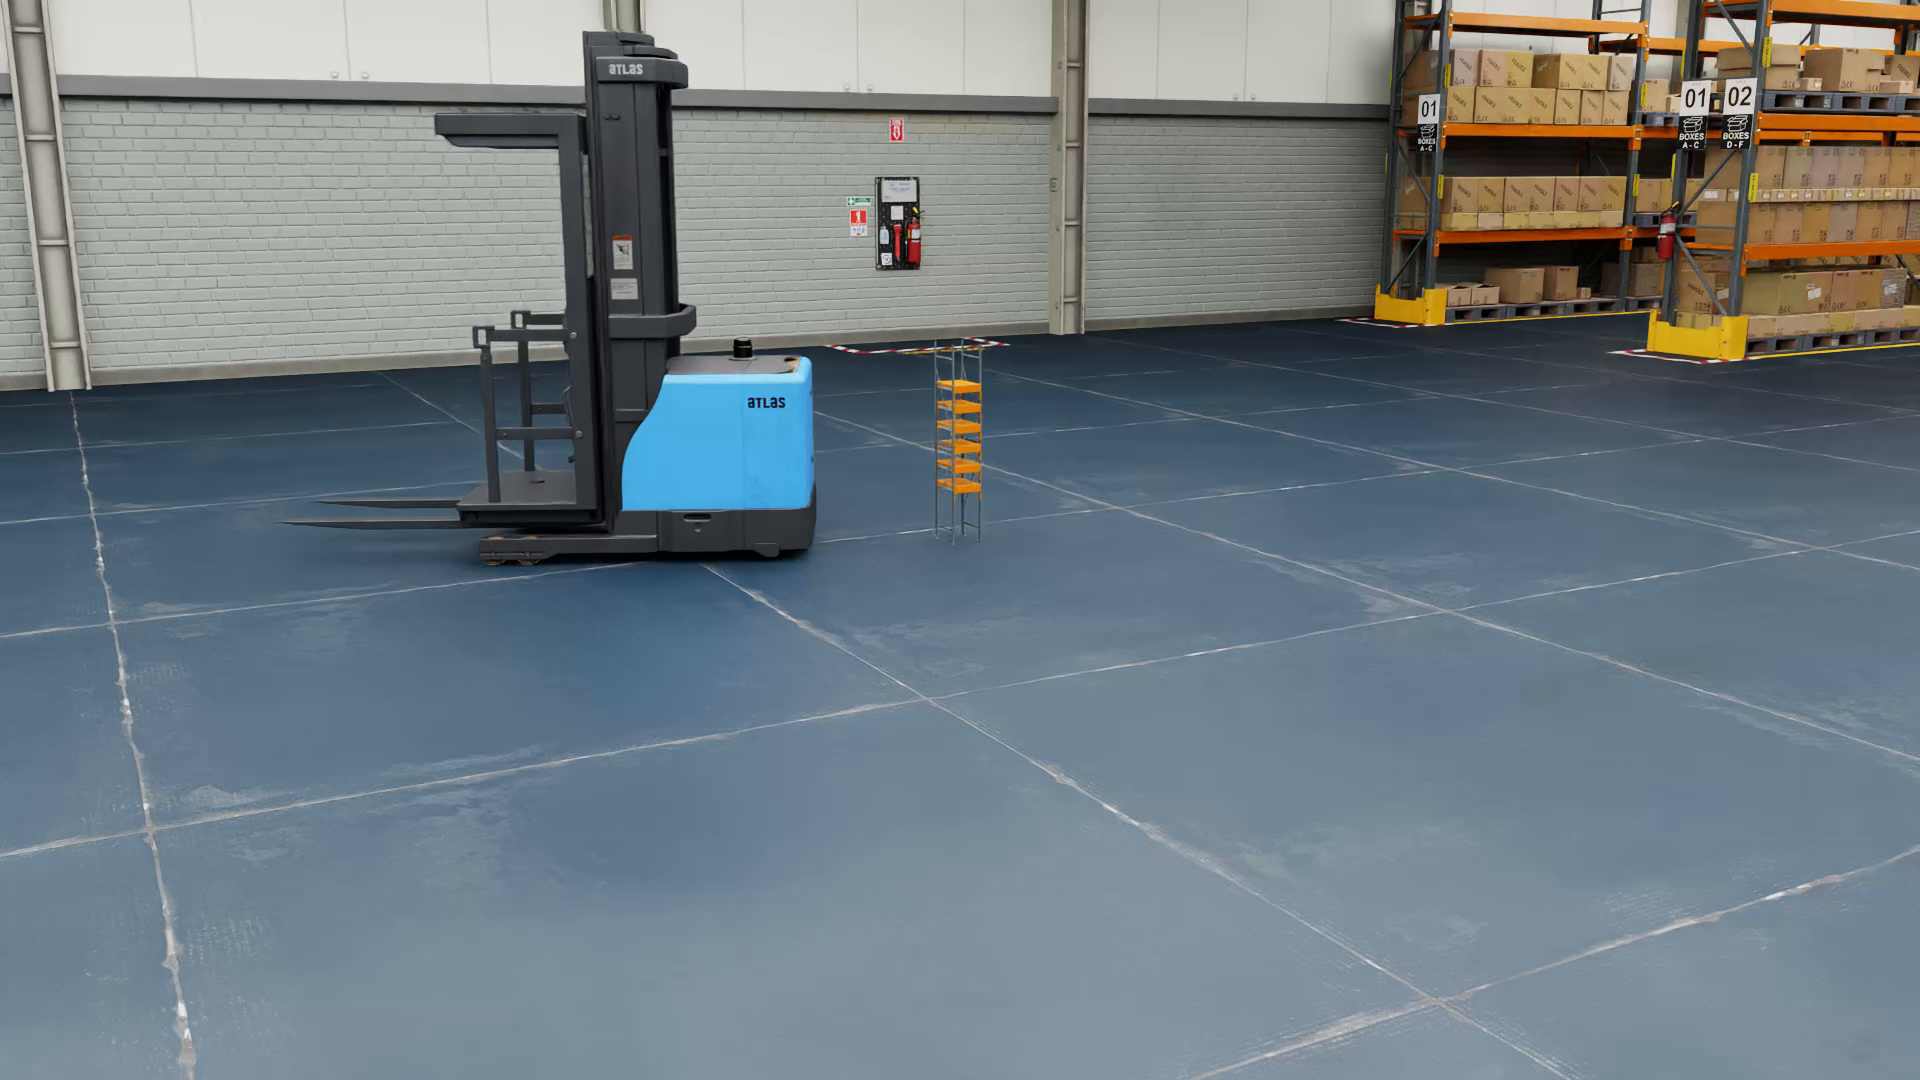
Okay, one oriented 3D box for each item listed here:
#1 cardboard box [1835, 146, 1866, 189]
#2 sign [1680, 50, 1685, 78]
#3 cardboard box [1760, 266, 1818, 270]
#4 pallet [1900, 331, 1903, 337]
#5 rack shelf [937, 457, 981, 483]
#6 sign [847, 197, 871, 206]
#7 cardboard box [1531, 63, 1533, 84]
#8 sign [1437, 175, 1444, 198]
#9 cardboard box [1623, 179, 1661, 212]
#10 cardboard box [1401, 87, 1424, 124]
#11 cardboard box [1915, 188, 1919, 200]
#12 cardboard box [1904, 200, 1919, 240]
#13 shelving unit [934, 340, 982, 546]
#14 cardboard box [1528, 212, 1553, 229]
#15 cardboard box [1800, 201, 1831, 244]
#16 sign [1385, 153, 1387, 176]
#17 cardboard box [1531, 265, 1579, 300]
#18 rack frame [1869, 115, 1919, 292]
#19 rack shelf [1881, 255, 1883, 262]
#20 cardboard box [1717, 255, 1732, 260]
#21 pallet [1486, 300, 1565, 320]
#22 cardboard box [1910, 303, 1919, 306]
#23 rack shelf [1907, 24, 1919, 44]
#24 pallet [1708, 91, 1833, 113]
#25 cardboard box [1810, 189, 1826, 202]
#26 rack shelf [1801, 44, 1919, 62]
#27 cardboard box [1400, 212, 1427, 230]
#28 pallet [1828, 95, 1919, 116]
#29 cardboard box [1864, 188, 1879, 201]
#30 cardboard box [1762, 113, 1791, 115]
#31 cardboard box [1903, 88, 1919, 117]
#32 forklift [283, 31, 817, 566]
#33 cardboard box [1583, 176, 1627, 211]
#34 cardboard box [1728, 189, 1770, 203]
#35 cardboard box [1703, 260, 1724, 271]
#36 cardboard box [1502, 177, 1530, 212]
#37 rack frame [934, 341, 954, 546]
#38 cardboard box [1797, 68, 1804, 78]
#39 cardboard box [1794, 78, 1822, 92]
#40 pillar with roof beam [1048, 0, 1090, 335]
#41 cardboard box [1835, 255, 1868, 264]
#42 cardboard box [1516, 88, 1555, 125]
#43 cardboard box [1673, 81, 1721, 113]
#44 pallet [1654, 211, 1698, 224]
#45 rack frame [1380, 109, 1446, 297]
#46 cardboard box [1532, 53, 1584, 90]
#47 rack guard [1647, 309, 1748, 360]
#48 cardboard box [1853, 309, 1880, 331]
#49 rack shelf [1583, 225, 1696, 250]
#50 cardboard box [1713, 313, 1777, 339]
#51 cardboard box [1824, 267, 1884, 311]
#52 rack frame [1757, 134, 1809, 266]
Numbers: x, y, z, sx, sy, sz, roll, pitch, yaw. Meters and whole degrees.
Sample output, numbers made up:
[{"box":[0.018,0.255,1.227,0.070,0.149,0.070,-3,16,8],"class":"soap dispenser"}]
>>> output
[{"box":[10.690,-4.605,20.558,0.500,0.500,0.700,-7,14,-28],"class":"cardboard box"},{"box":[8.639,-5.672,19.811,0.005,0.325,0.100,-7,14,-28],"class":"sign"},{"box":[10.526,-3.212,21.150,0.500,0.500,0.500,-7,14,-28],"class":"cardboard box"},{"box":[13.026,-2.854,22.312,1.213,0.211,1.003,-7,14,-28],"class":"pallet"},{"box":[-0.013,-0.423,10.007,0.180,0.103,0.258,-7,14,-28],"class":"rack shelf"},{"box":[-1.270,-4.256,20.901,0.331,0.109,0.001,-7,14,-28],"class":"sign"},{"box":[8.126,-6.927,24.676,0.500,0.500,0.500,-7,14,-28],"class":"cardboard box"},{"box":[6.771,-4.981,23.439,0.005,0.325,0.100,-7,14,-28],"class":"sign"},{"box":[10.484,-5.394,26.017,0.500,0.500,0.700,-7,14,-28],"class":"cardboard box"},{"box":[6.755,-6.278,24.068,0.500,0.500,0.500,-6,14,-24],"class":"cardboard box"},{"box":[12.044,-4.400,21.121,0.250,0.149,0.380,-7,15,-29],"class":"cardboard box"},{"box":[12.012,-4.131,21.404,0.500,0.500,0.700,-7,15,-29],"class":"cardboard box"},{"box":[-0.013,-0.584,9.971,0.189,1.200,0.258,-7,14,-28],"class":"shelving unit"},{"box":[8.435,-4.753,24.691,0.500,0.250,0.500,-7,14,-27],"class":"cardboard box"},{"box":[10.200,-3.912,20.431,0.500,0.500,0.700,-7,14,-27],"class":"cardboard box"},{"box":[6.262,-5.491,24.321,0.005,0.325,0.100,-7,14,-28],"class":"sign"},{"box":[9.130,-3.962,25.575,0.500,0.500,0.500,-8,15,-32],"class":"cardboard box"},{"box":[12.398,-4.130,21.628,0.127,3.000,1.000,-7,14,-28],"class":"rack frame"},{"box":[14.154,-3.989,22.642,4.000,0.370,1.077,-7,14,-28],"class":"rack shelf"},{"box":[12.395,-4.732,27.288,0.500,0.250,0.500,-7,14,-27],"class":"cardboard box"},{"box":[8.377,-3.517,25.256,1.213,0.211,1.003,-7,14,-28],"class":"pallet"},{"box":[12.871,-2.988,21.860,0.500,0.250,0.500,-7,15,-29],"class":"cardboard box"},{"box":[14.154,-6.721,22.027,4.000,0.370,1.077,-7,14,-28],"class":"rack shelf"},{"box":[9.520,-5.199,19.747,1.213,0.211,1.003,-7,14,-28],"class":"pallet"},{"box":[10.240,-4.183,20.159,0.250,0.149,0.380,-7,15,-30],"class":"cardboard box"},{"box":[15.288,-8.096,28.137,4.000,0.370,1.077,-7,14,-28],"class":"rack shelf"},{"box":[6.828,-4.686,24.397,0.500,0.250,0.500,-7,14,-27],"class":"cardboard box"},{"box":[11.662,-5.455,20.887,1.213,0.211,1.003,-7,14,-28],"class":"pallet"},{"box":[11.147,-4.292,20.643,0.250,0.149,0.380,-6,14,-26],"class":"cardboard box"},{"box":[13.030,-6.807,26.848,0.500,0.311,0.500,-7,14,-28],"class":"cardboard box"},{"box":[16.218,-7.581,28.902,0.500,0.500,0.700,-8,15,-31],"class":"cardboard box"},{"box":[-2.394,-1.403,9.670,3.031,2.935,1.130,-1,13,-3],"class":"forklift"},{"box":[9.755,-5.277,25.314,0.500,0.500,0.500,-7,14,-28],"class":"cardboard box"},{"box":[9.335,-4.074,19.675,0.250,0.149,0.380,-7,14,-28],"class":"cardboard box"},{"box":[11.995,-4.325,27.185,0.500,0.500,0.700,-7,14,-28],"class":"cardboard box"},{"box":[7.969,-5.061,24.355,0.500,0.500,0.500,-7,15,-30],"class":"cardboard box"},{"box":[-0.093,-0.574,9.928,0.006,1.200,0.240,-7,14,-28],"class":"rack frame"},{"box":[10.260,-5.633,20.401,0.500,0.311,0.500,-5,14,-21],"class":"cardboard box"},{"box":[10.004,-5.413,19.794,0.250,0.149,0.380,-7,14,-28],"class":"cardboard box"},{"box":[3.507,-6.370,17.916,0.400,9.000,9.100,-7,14,-28],"class":"pillar with roof beam"},{"box":[15.013,-4.804,28.563,0.750,0.750,0.750,-7,14,-28],"class":"cardboard box"},{"box":[8.326,-6.338,24.333,0.500,0.500,0.500,-6,14,-24],"class":"cardboard box"},{"box":[11.622,-6.973,26.245,0.500,0.500,0.500,-7,15,-30],"class":"cardboard box"},{"box":[11.814,-5.195,26.798,1.213,0.211,1.003,-7,14,-28],"class":"pallet"},{"box":[6.510,-4.663,23.998,0.127,3.000,1.000,-7,14,-28],"class":"rack frame"},{"box":[8.782,-6.872,24.431,0.500,0.500,0.500,-7,15,-30],"class":"cardboard box"},{"box":[8.866,-2.487,20.021,0.348,0.500,1.175,-7,14,-28],"class":"rack guard"},{"box":[11.220,-2.796,21.008,0.500,0.250,0.500,-7,14,-28],"class":"cardboard box"},{"box":[11.777,-4.943,26.882,4.000,0.370,1.077,-7,14,-28],"class":"rack shelf"},{"box":[9.465,-2.586,20.074,0.500,0.250,0.500,-7,14,-28],"class":"cardboard box"},{"box":[11.214,-3.164,20.937,0.500,0.500,0.500,-7,14,-28],"class":"cardboard box"},{"box":[13.532,-5.505,27.738,0.127,3.000,1.000,-7,14,-28],"class":"rack frame"}]
